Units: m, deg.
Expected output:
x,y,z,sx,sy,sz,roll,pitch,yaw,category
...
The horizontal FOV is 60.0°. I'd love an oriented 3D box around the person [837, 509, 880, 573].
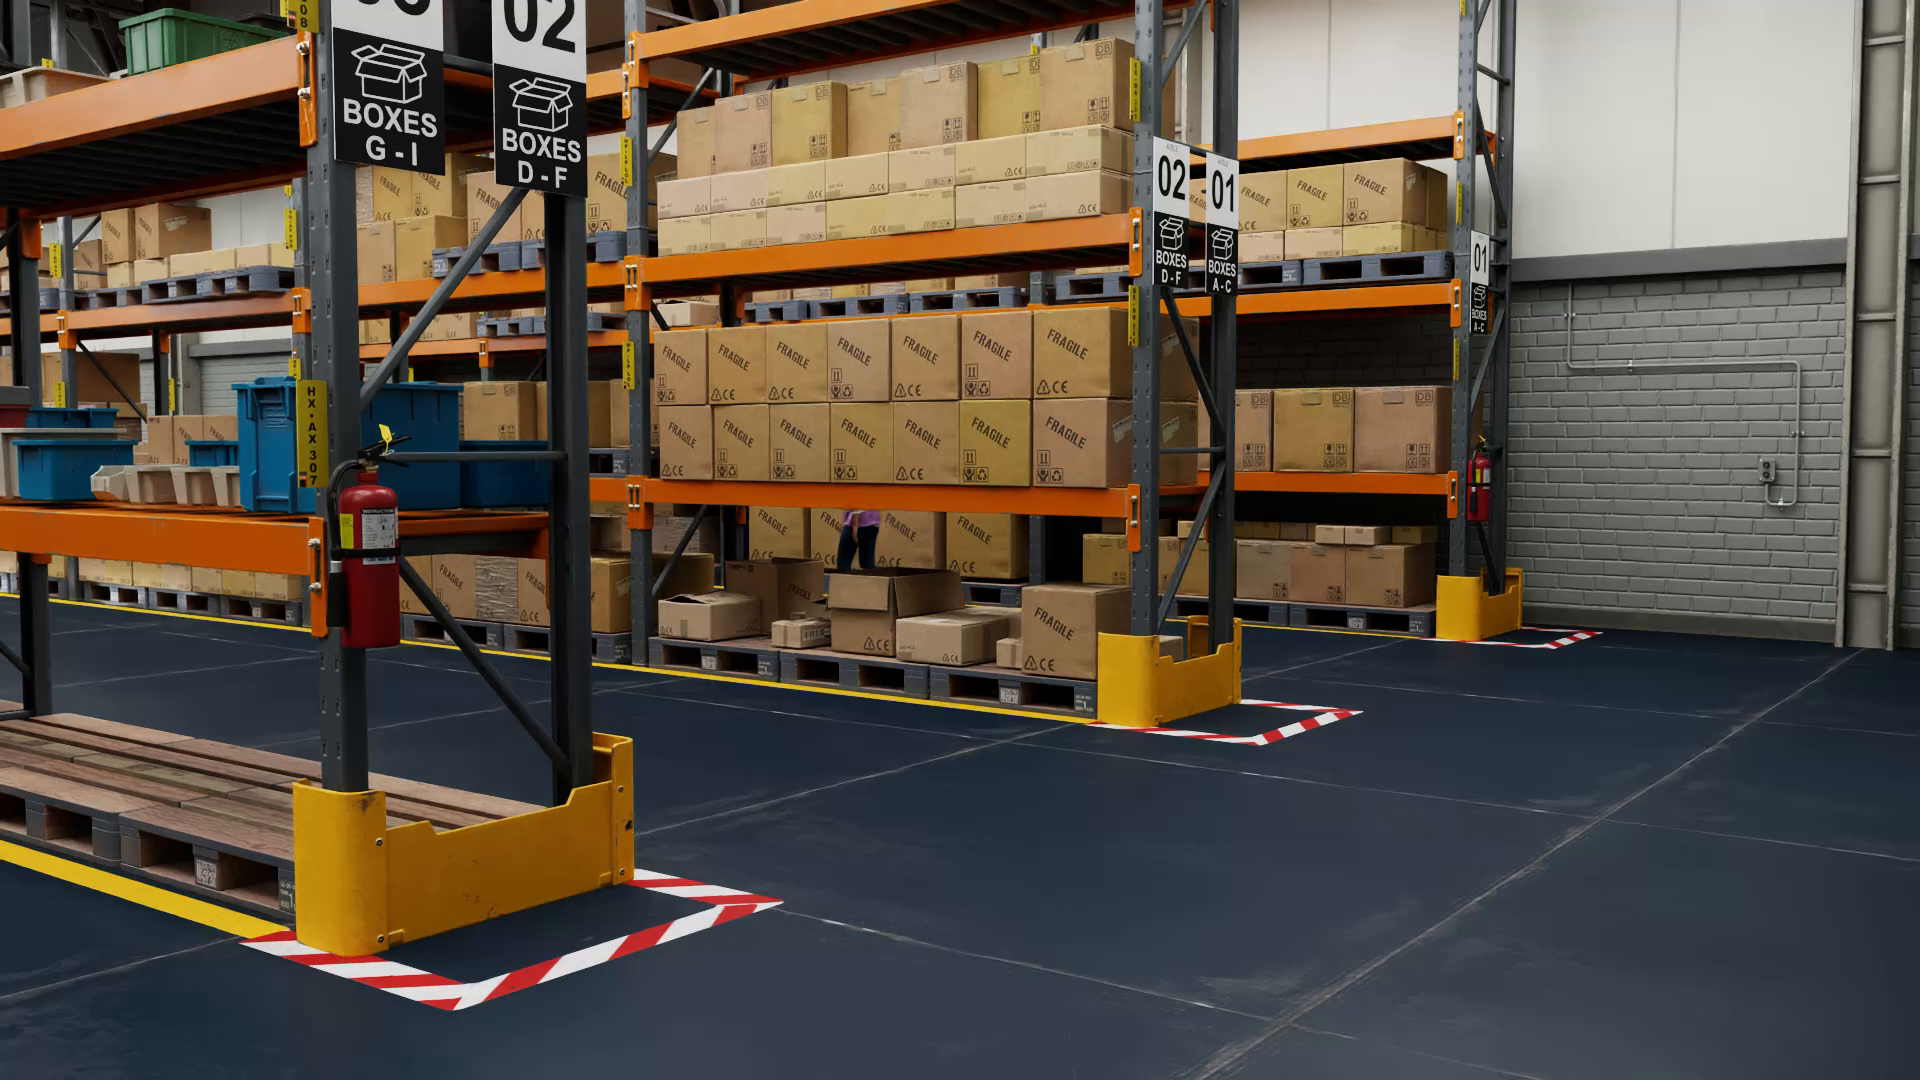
x,y,z,sx,sy,sz,roll,pitch,yaw,category
-0.895,-0.086,14.321,0.493,1.633,0.450,2,4,30,person
